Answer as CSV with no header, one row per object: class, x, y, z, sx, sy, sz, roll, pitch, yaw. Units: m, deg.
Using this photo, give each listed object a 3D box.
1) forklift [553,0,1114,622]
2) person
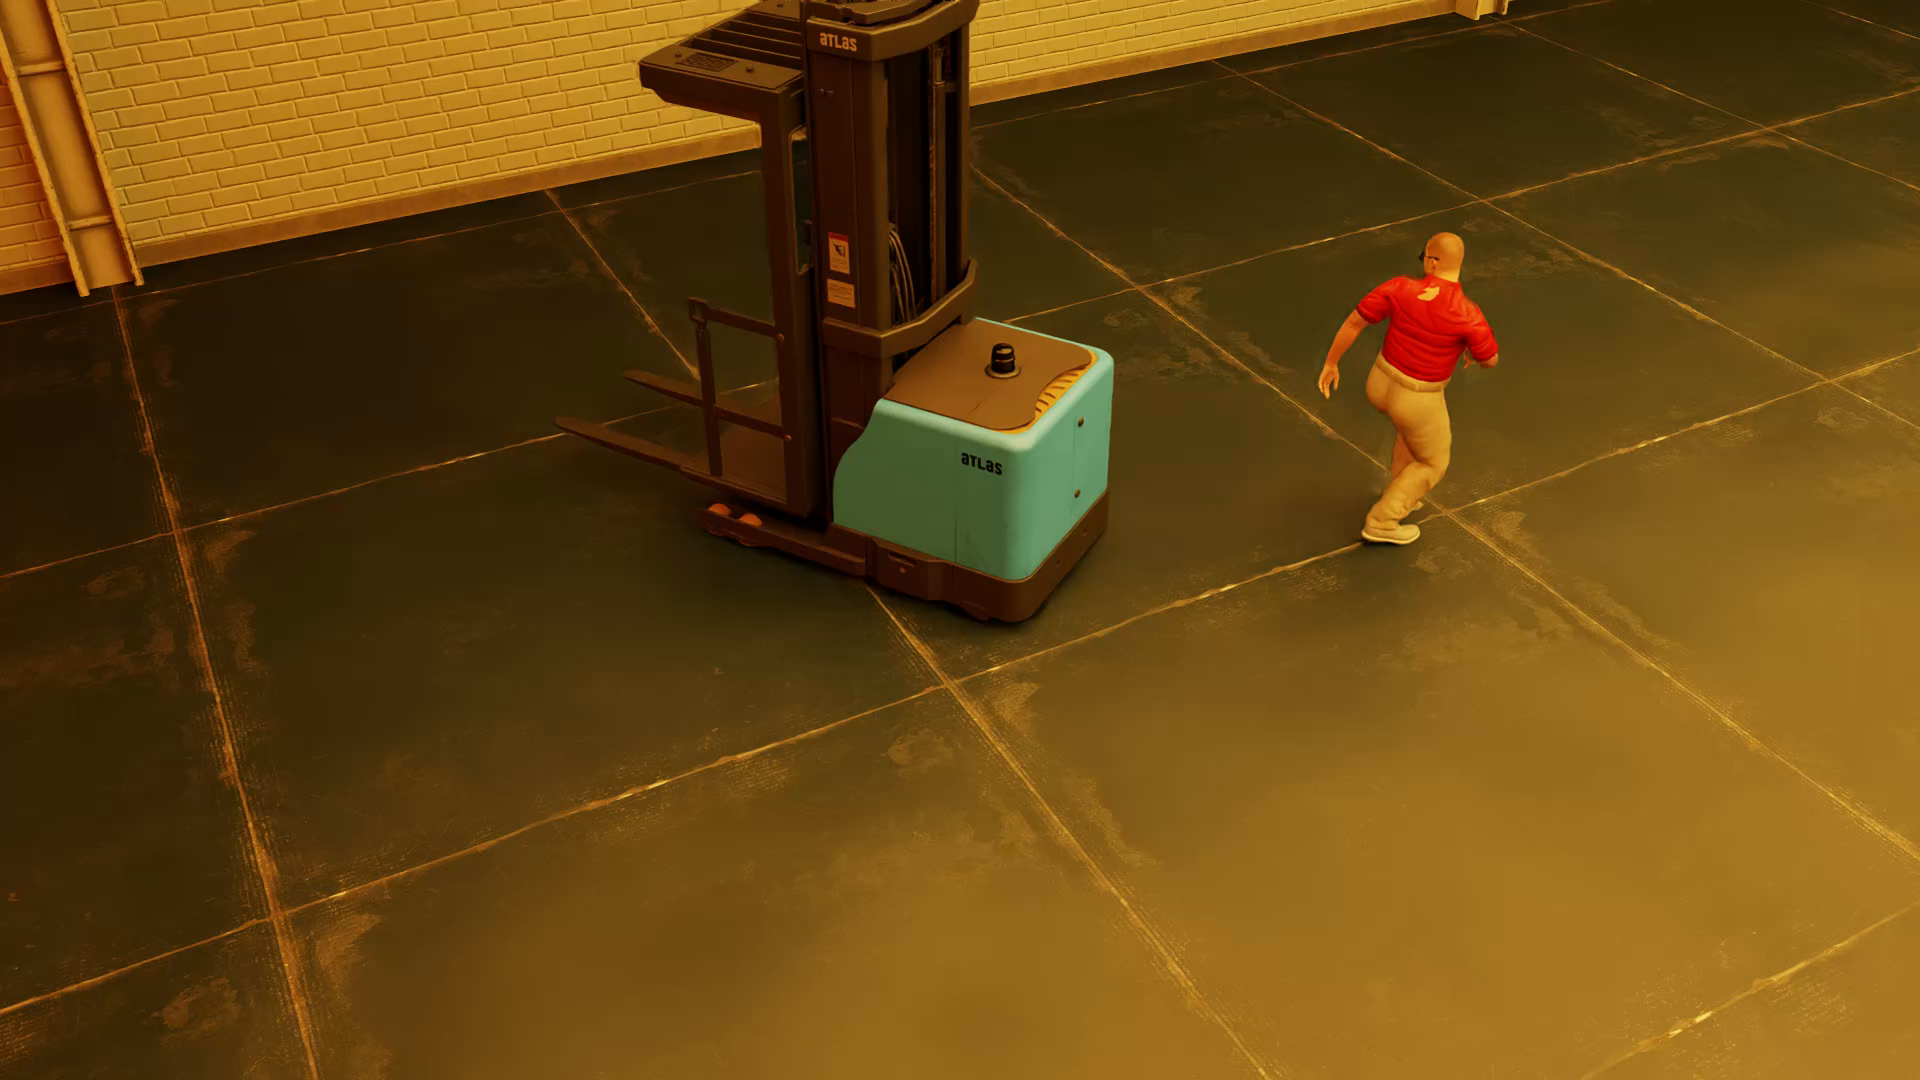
forklift,-0.772,-1.411,8.119,3.031,2.935,1.130,18,39,23
person,2.264,-0.709,8.289,0.798,1.739,0.631,-21,40,-27
